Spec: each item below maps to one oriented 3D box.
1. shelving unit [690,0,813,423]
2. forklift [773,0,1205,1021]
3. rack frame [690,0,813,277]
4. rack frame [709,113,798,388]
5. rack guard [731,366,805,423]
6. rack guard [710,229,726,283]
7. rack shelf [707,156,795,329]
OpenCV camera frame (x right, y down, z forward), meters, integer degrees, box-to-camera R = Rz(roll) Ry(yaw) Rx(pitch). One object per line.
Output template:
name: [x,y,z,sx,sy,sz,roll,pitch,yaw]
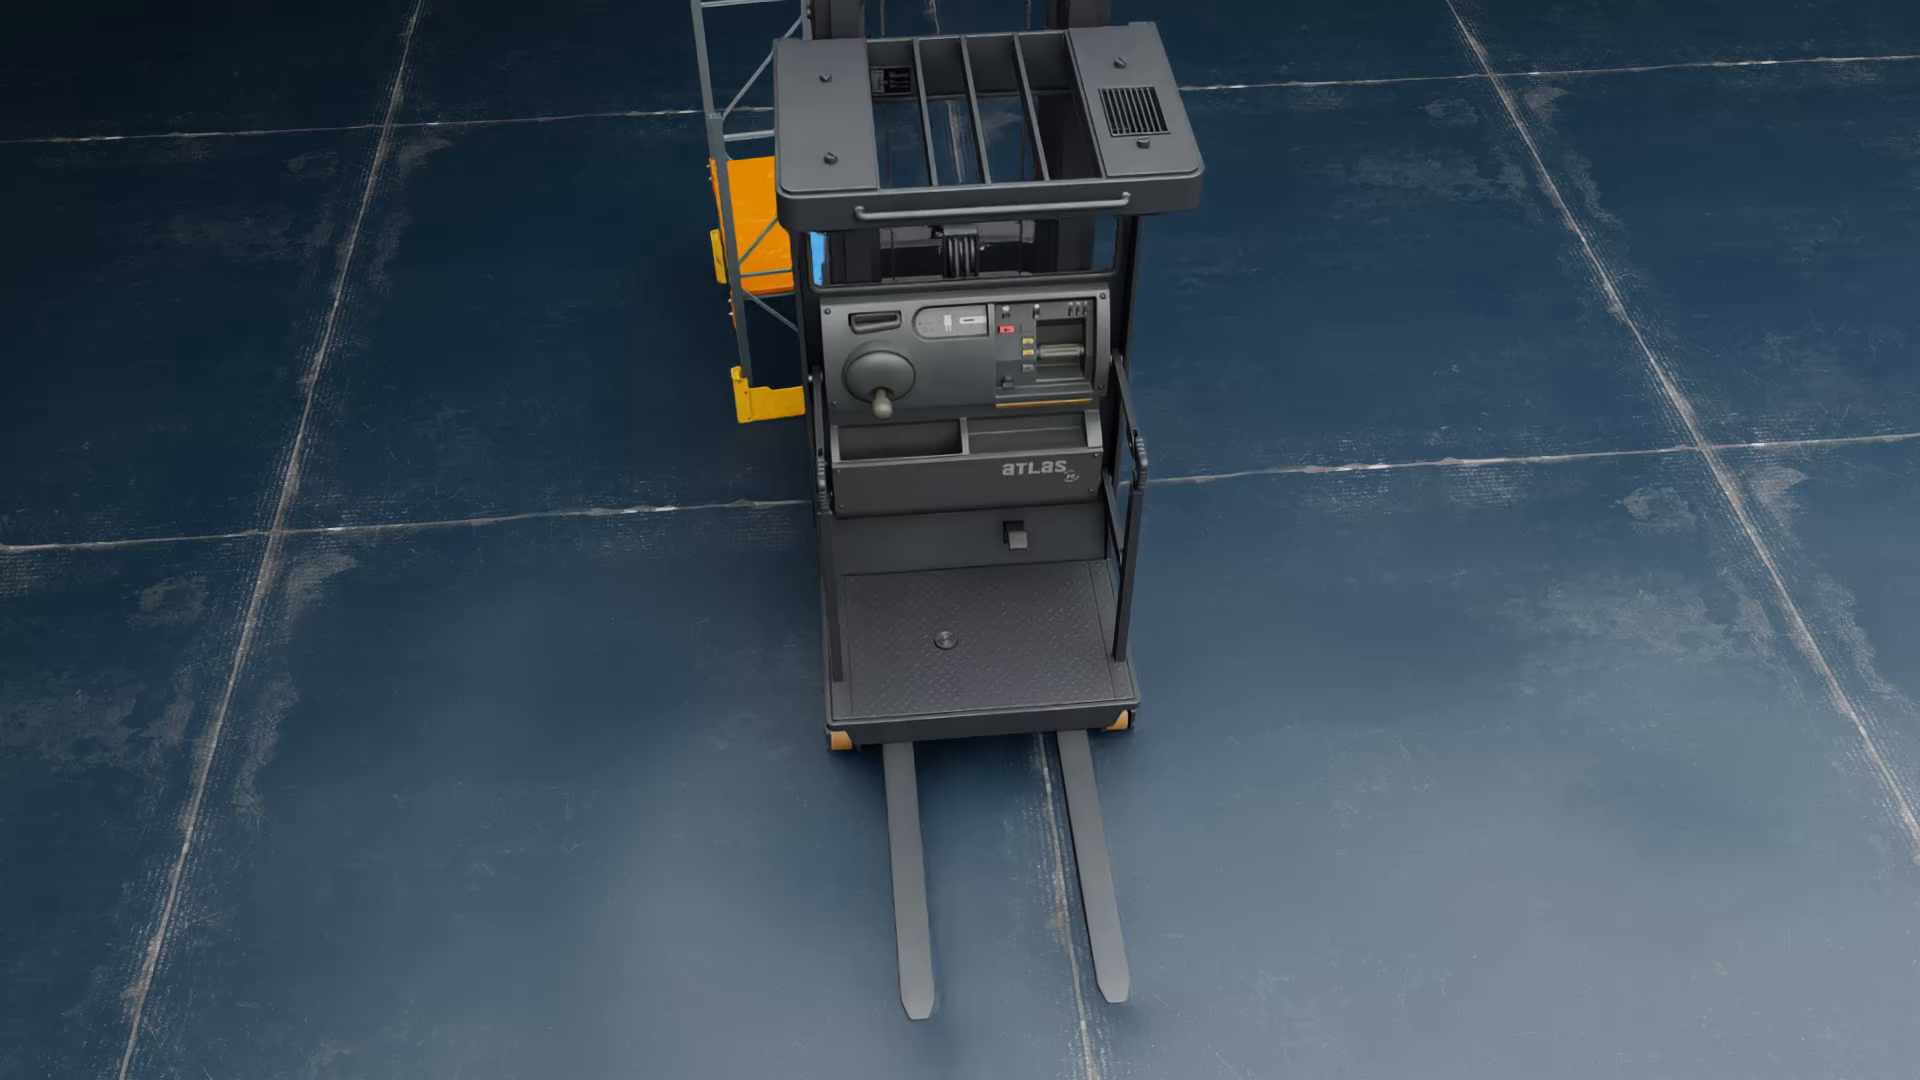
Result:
shelving unit: [-0.779,-1.449,7.089,0.587,1.500,1.083,-8,47,-8]
forklift: [0.043,-0.510,5.215,1.130,2.935,3.031,-4,47,-4]
rack frame: [-0.878,-1.818,7.439,0.500,1.500,0.032,-8,47,-8]
rack frame: [-0.684,-1.093,6.752,0.500,1.500,0.032,-8,47,-8]
rack guard: [-0.685,-0.664,7.207,0.587,0.250,0.087,-8,47,-8]
rack guard: [-0.874,-1.374,7.879,0.587,0.250,0.087,-8,47,-8]
rack shelf: [-0.781,-1.332,7.226,0.538,0.185,1.000,-8,47,-8]
